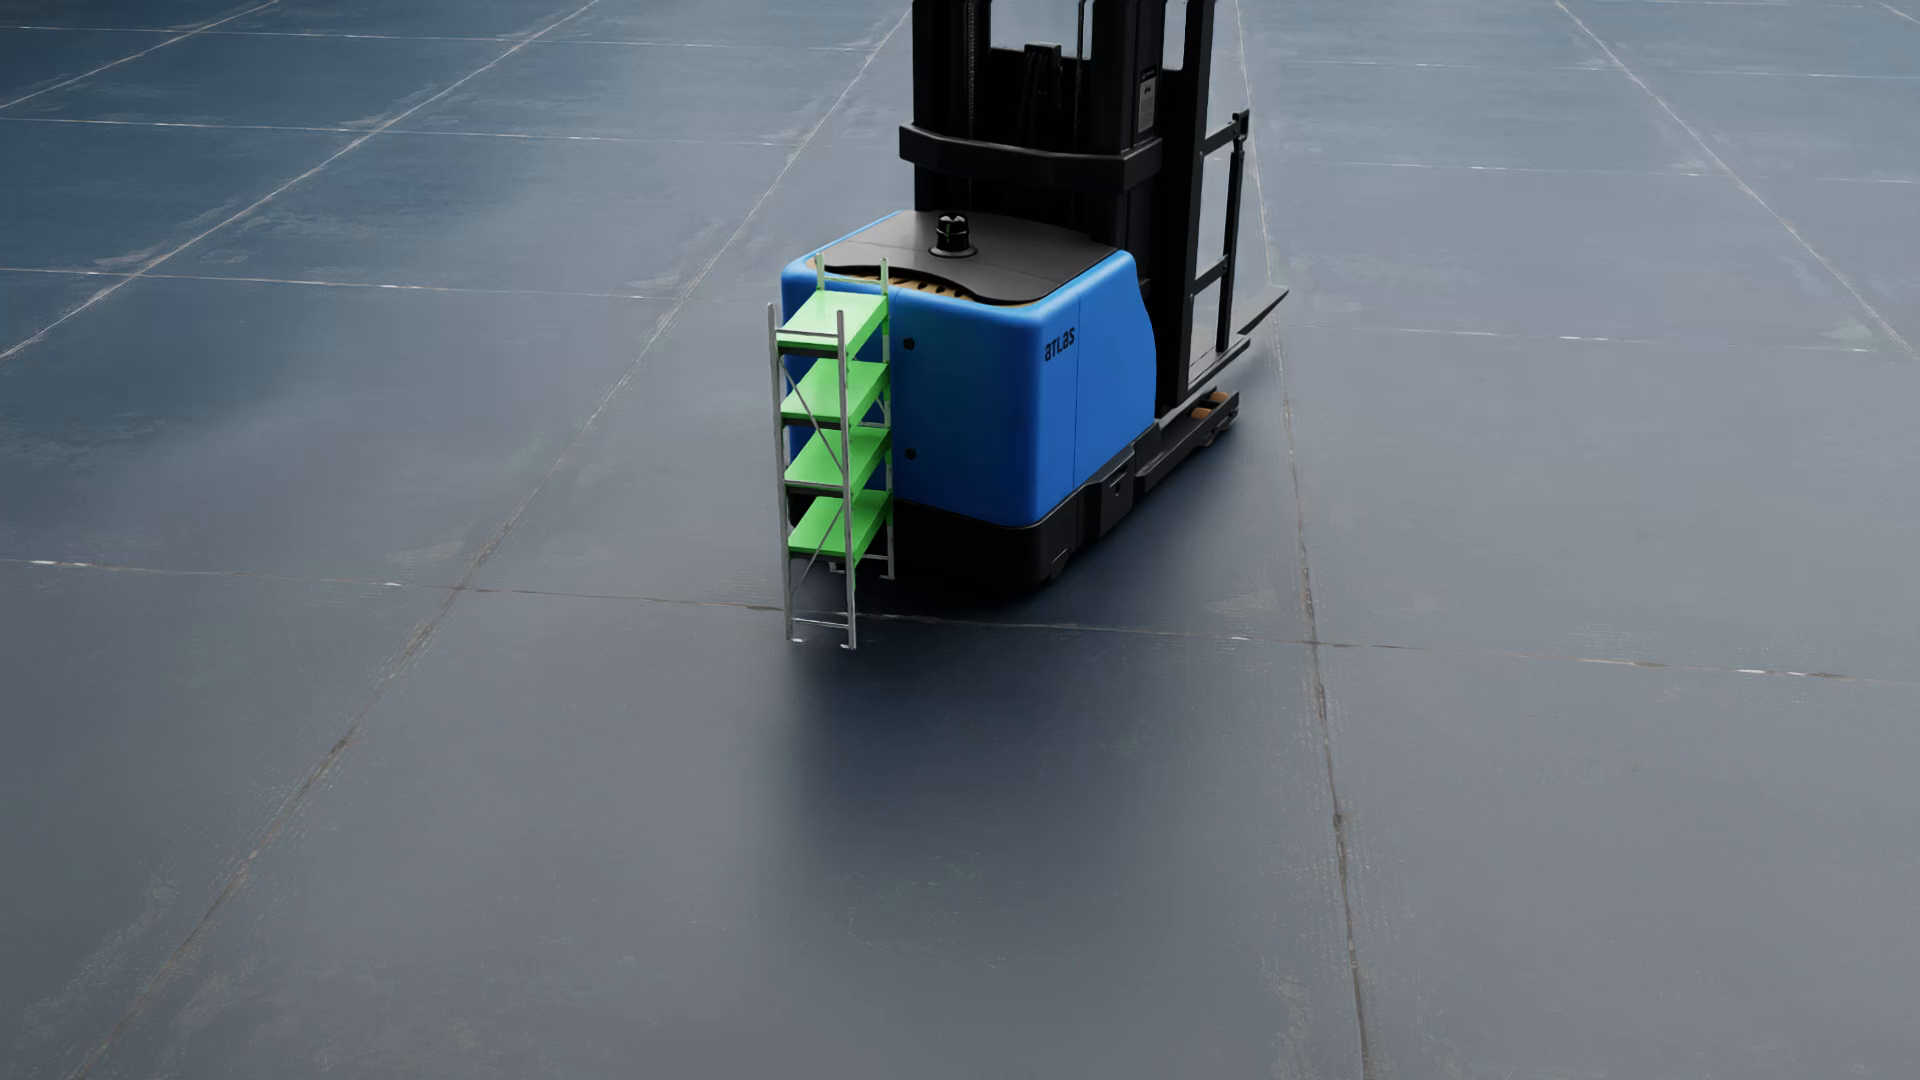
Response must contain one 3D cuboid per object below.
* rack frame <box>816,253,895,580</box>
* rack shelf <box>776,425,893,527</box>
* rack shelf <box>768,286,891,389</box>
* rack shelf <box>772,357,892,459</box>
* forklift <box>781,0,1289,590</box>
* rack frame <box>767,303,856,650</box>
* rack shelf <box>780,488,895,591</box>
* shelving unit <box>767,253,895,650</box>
[{"bbox_3d":[-0.354,-0.400,5.728,0.240,1.200,0.015,6,29,12],"label":"rack frame"},{"bbox_3d":[-0.410,-0.231,5.549,0.258,0.148,0.480,6,29,12],"label":"rack shelf"},{"bbox_3d":[-0.410,-0.654,5.321,0.258,0.148,0.480,6,29,12],"label":"rack shelf"},{"bbox_3d":[-0.410,-0.443,5.435,0.258,0.148,0.480,6,29,12],"label":"rack shelf"},{"bbox_3d":[0.539,-1.780,6.464,1.130,2.935,3.031,15,32,26],"label":"forklift"},{"bbox_3d":[-0.467,-0.175,5.310,0.240,1.200,0.015,6,29,12],"label":"rack frame"},{"bbox_3d":[-0.410,-0.020,5.663,0.258,0.148,0.480,6,29,12],"label":"rack shelf"},{"bbox_3d":[-0.410,-0.288,5.519,0.258,1.200,0.503,6,29,12],"label":"shelving unit"}]
